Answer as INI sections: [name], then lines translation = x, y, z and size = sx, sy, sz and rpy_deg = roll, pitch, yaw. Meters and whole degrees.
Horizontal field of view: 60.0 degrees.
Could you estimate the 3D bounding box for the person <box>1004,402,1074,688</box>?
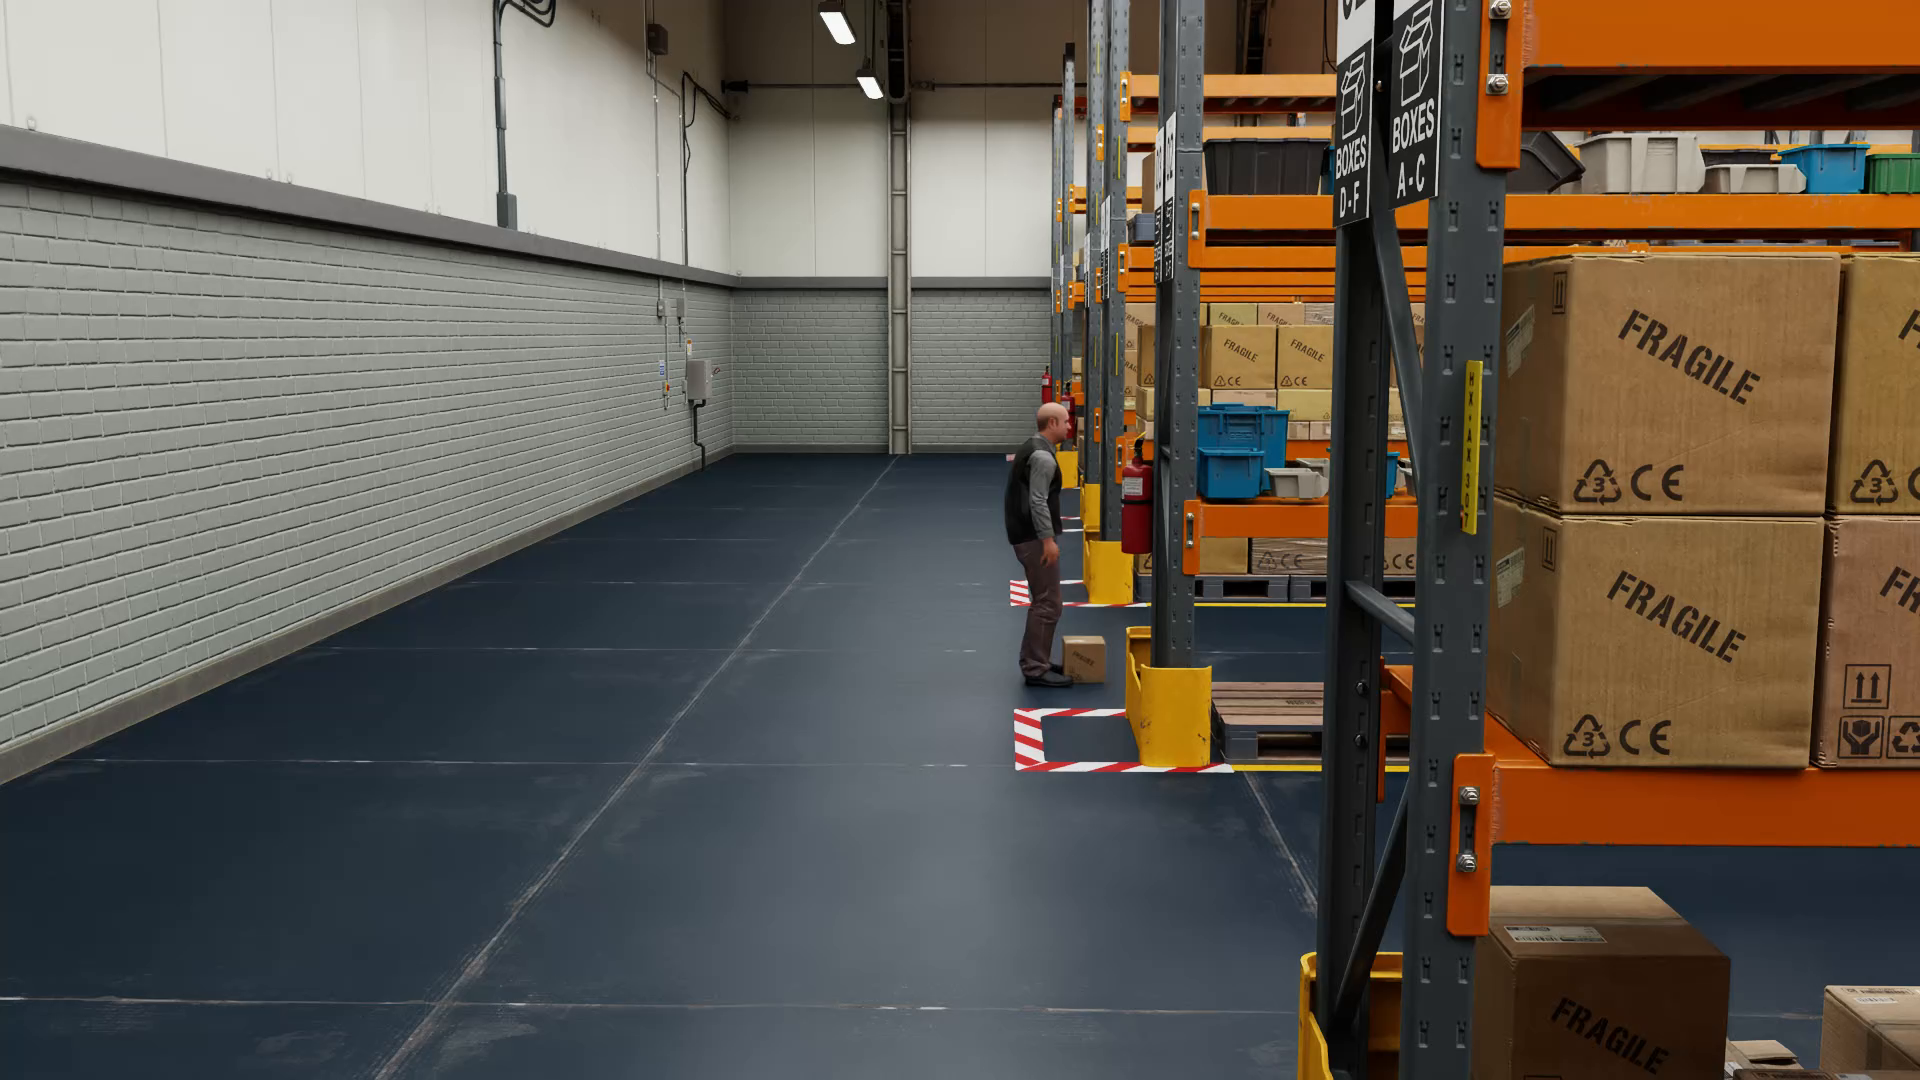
[person]
translation = 0.483, 0.014, 10.256
size = 0.420, 1.719, 0.578
rpy_deg = 0, 7, -1
